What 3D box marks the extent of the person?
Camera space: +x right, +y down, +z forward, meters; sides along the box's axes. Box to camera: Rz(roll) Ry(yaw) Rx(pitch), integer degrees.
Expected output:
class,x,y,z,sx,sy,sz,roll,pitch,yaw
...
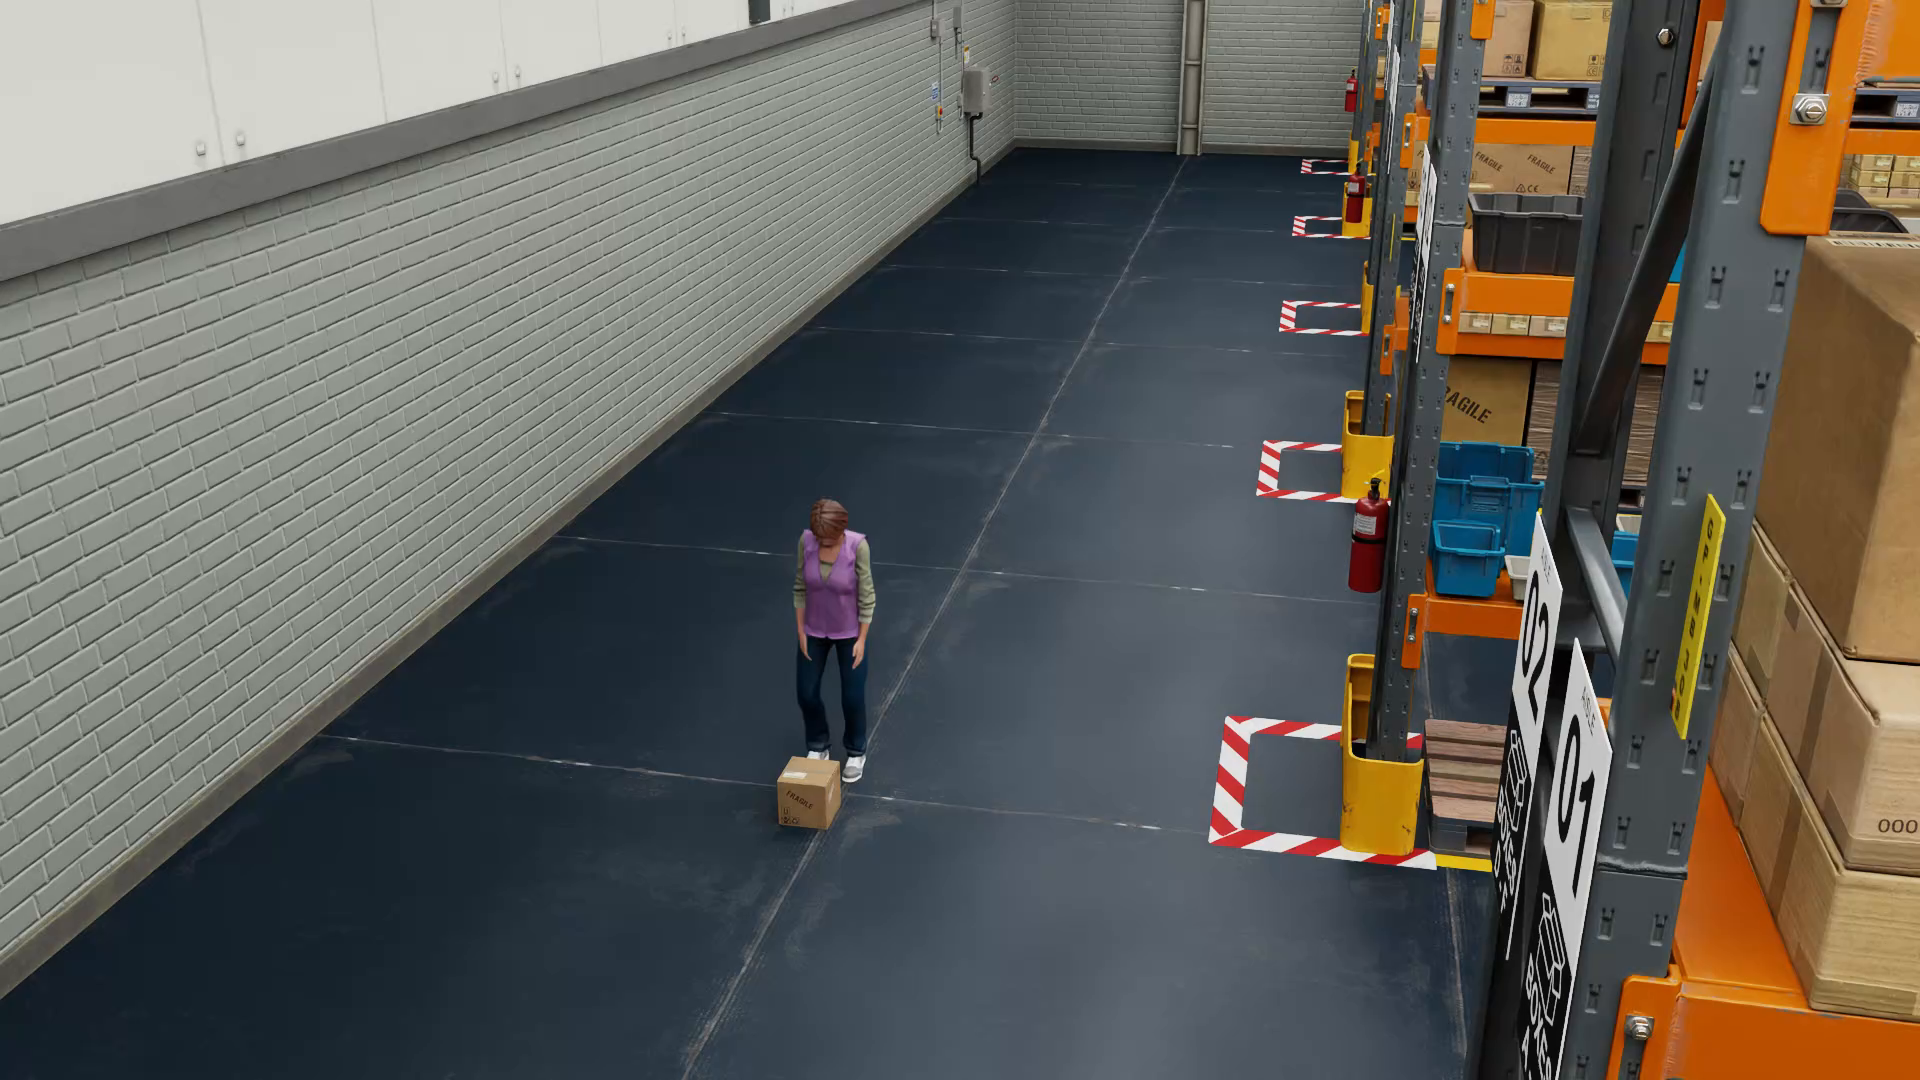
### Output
class,x,y,z,sx,sy,sz,roll,pitch,yaw
person,-0.628,0.500,8.457,0.430,1.533,0.399,5,22,12
